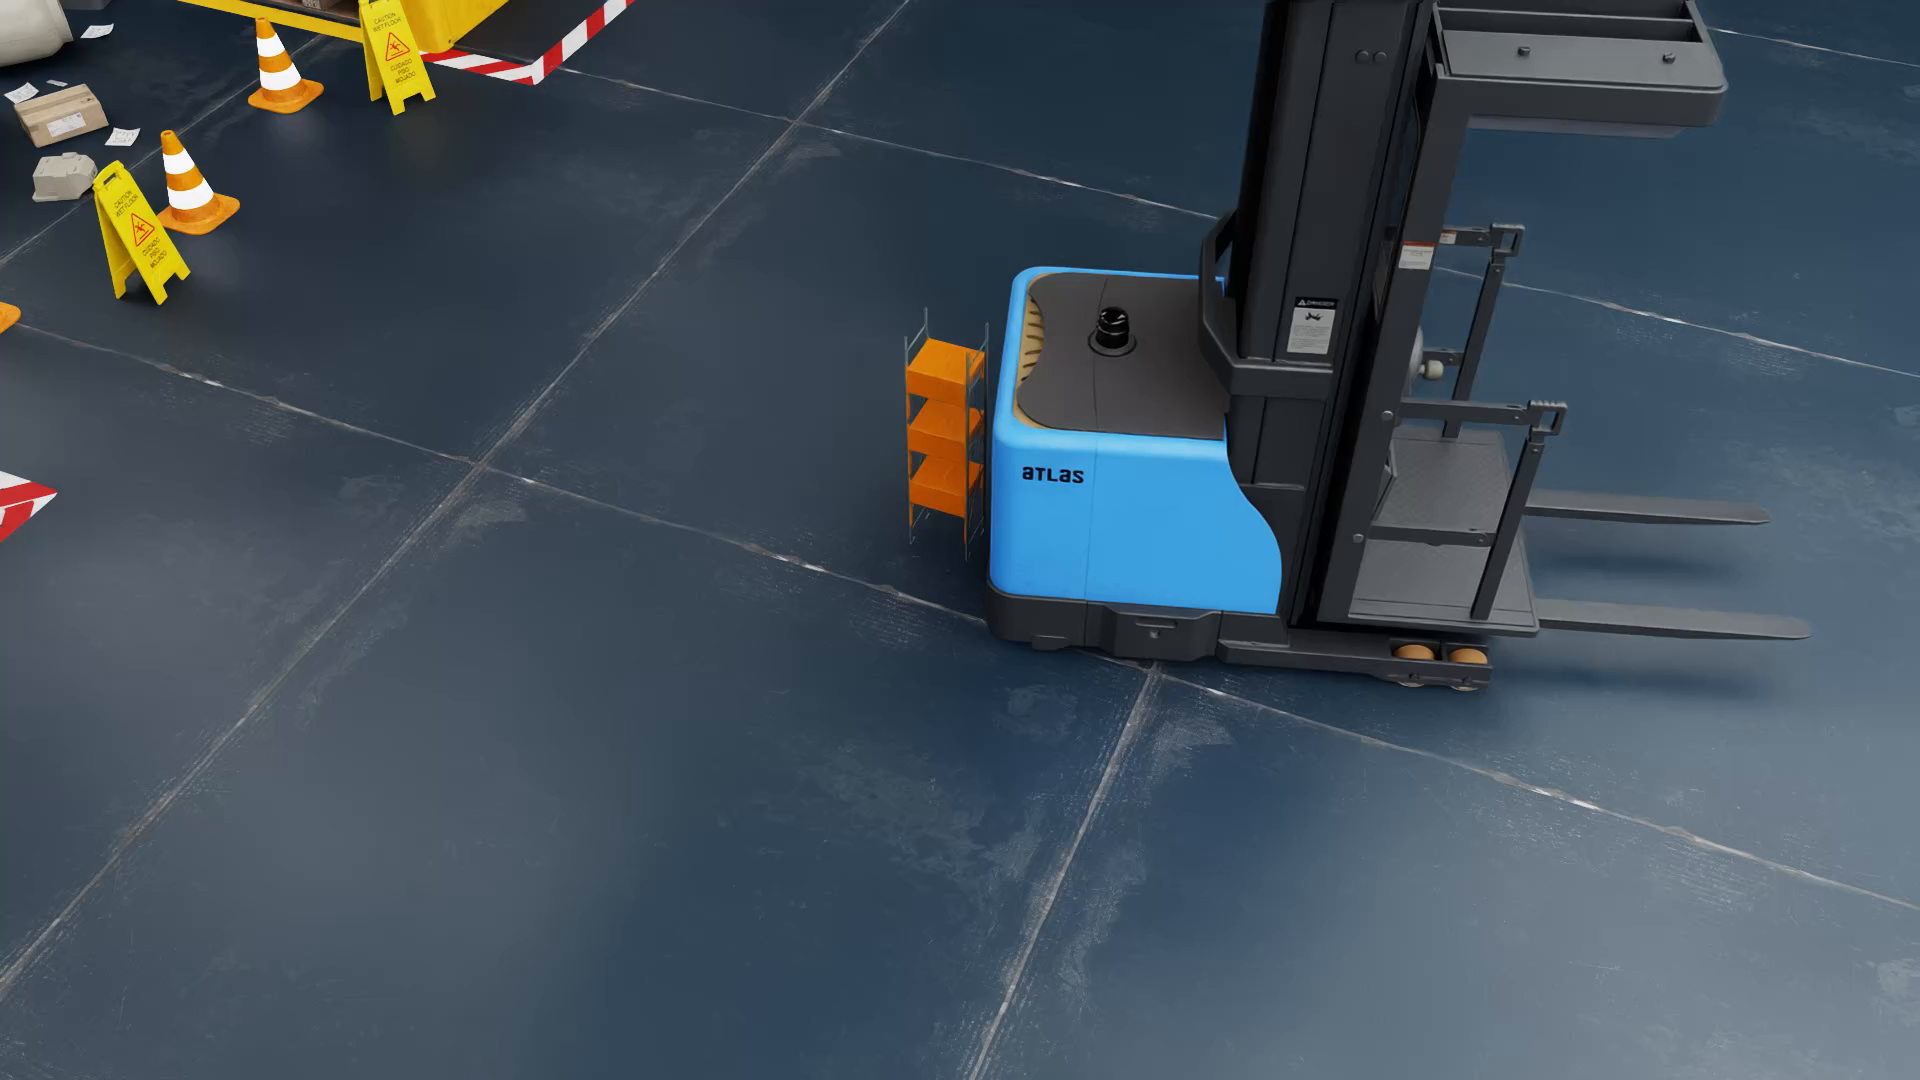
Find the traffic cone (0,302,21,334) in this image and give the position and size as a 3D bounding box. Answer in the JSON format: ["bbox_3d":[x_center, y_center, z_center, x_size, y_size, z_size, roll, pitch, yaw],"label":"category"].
[{"bbox_3d":[-4.600,-1.171,7.599,0.334,0.463,0.336,16,47,16],"label":"traffic cone"}]

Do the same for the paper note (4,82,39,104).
[{"bbox_3d":[-5.209,-2.485,9.234,0.142,0.019,0.148,33,54,29],"label":"paper note"}]

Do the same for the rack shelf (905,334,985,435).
[{"bbox_3d":[-0.049,-0.580,6.202,0.240,0.259,0.215,16,47,16],"label":"rack shelf"}]

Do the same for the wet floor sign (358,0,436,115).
[{"bbox_3d":[-3.080,-2.669,8.975,0.232,0.644,0.267,33,54,29],"label":"wet floor sign"}]

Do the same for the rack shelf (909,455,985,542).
[{"bbox_3d":[-0.049,-0.182,6.598,0.240,0.259,0.215,16,47,16],"label":"rack shelf"}]

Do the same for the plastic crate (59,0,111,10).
[{"bbox_3d":[-5.402,-3.343,10.053,0.583,0.080,0.402,2,45,2],"label":"plastic crate"}]

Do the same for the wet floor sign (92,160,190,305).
[{"bbox_3d":[-3.867,-1.449,7.748,0.232,0.644,0.267,9,46,9],"label":"wet floor sign"}]

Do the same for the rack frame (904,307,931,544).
[{"bbox_3d":[-0.162,-0.420,6.428,0.008,1.050,0.200,16,47,16],"label":"rack frame"}]

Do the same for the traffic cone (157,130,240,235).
[{"bbox_3d":[-3.851,-1.815,8.246,0.334,0.463,0.336,16,47,16],"label":"traffic cone"}]

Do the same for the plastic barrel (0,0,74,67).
[{"bbox_3d":[-5.333,-2.914,9.379,0.512,0.421,0.421,-20,48,-19],"label":"plastic barrel"}]

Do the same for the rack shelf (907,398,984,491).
[{"bbox_3d":[-0.049,-0.379,6.402,0.240,0.259,0.215,16,47,16],"label":"rack shelf"}]

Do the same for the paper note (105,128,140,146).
[{"bbox_3d":[-4.482,-2.160,8.900,0.142,0.019,0.148,2,45,2],"label":"paper note"}]

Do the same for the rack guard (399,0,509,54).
[{"bbox_3d":[-2.914,-3.386,9.799,0.348,0.500,1.175,16,47,16],"label":"rack guard"}]

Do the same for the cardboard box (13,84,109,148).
[{"bbox_3d":[-4.830,-2.282,8.938,0.380,0.149,0.250,-28,51,-25],"label":"cardboard box"}]

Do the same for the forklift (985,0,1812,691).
[{"bbox_3d":[1.648,-0.875,5.551,3.031,2.935,1.130,4,45,4],"label":"forklift"}]

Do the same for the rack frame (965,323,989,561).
[{"bbox_3d":[0.063,-0.354,6.361,0.008,1.050,0.200,16,47,16],"label":"rack frame"}]

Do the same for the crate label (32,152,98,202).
[{"bbox_3d":[-4.600,-1.872,8.535,0.298,0.136,0.250,-5,45,-5],"label":"crate label"}]

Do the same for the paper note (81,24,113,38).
[{"bbox_3d":[-5.044,-2.980,9.723,0.148,0.019,0.142,2,45,2],"label":"paper note"}]

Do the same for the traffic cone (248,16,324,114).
[{"bbox_3d":[-3.737,-2.630,9.065,0.334,0.463,0.336,16,47,16],"label":"traffic cone"}]

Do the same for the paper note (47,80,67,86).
[{"bbox_3d":[-5.059,-2.560,9.316,0.123,0.001,0.032,16,47,16],"label":"paper note"}]

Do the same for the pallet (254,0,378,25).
[{"bbox_3d":[-3.650,-3.528,10.146,1.213,0.211,1.003,16,47,16],"label":"pallet"}]

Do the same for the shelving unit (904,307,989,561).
[{"bbox_3d":[-0.049,-0.387,6.394,0.252,1.050,0.215,16,47,16],"label":"shelving unit"}]
